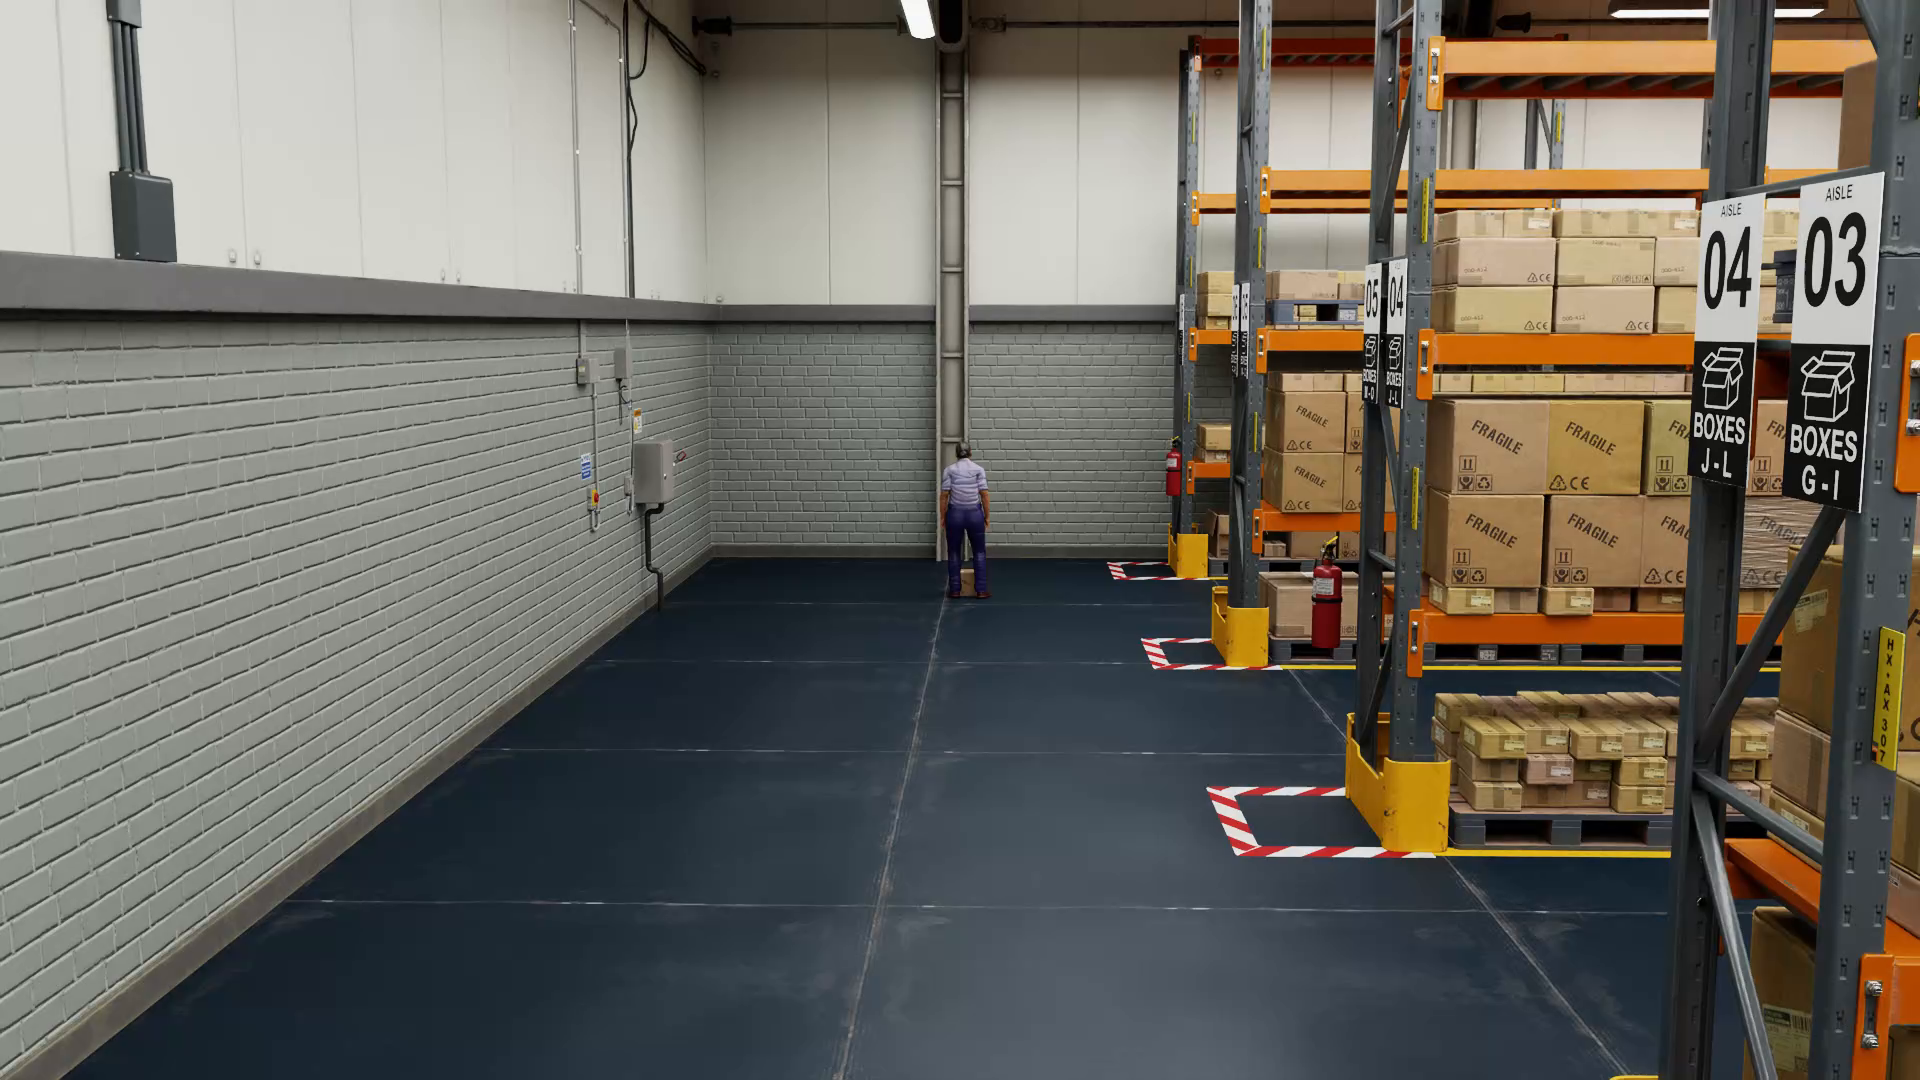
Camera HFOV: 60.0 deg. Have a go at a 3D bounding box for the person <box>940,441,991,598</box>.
[{"bbox_3d":[0.063,-0.212,17.460,0.528,1.651,0.418,0,7,1],"label":"person"}]
